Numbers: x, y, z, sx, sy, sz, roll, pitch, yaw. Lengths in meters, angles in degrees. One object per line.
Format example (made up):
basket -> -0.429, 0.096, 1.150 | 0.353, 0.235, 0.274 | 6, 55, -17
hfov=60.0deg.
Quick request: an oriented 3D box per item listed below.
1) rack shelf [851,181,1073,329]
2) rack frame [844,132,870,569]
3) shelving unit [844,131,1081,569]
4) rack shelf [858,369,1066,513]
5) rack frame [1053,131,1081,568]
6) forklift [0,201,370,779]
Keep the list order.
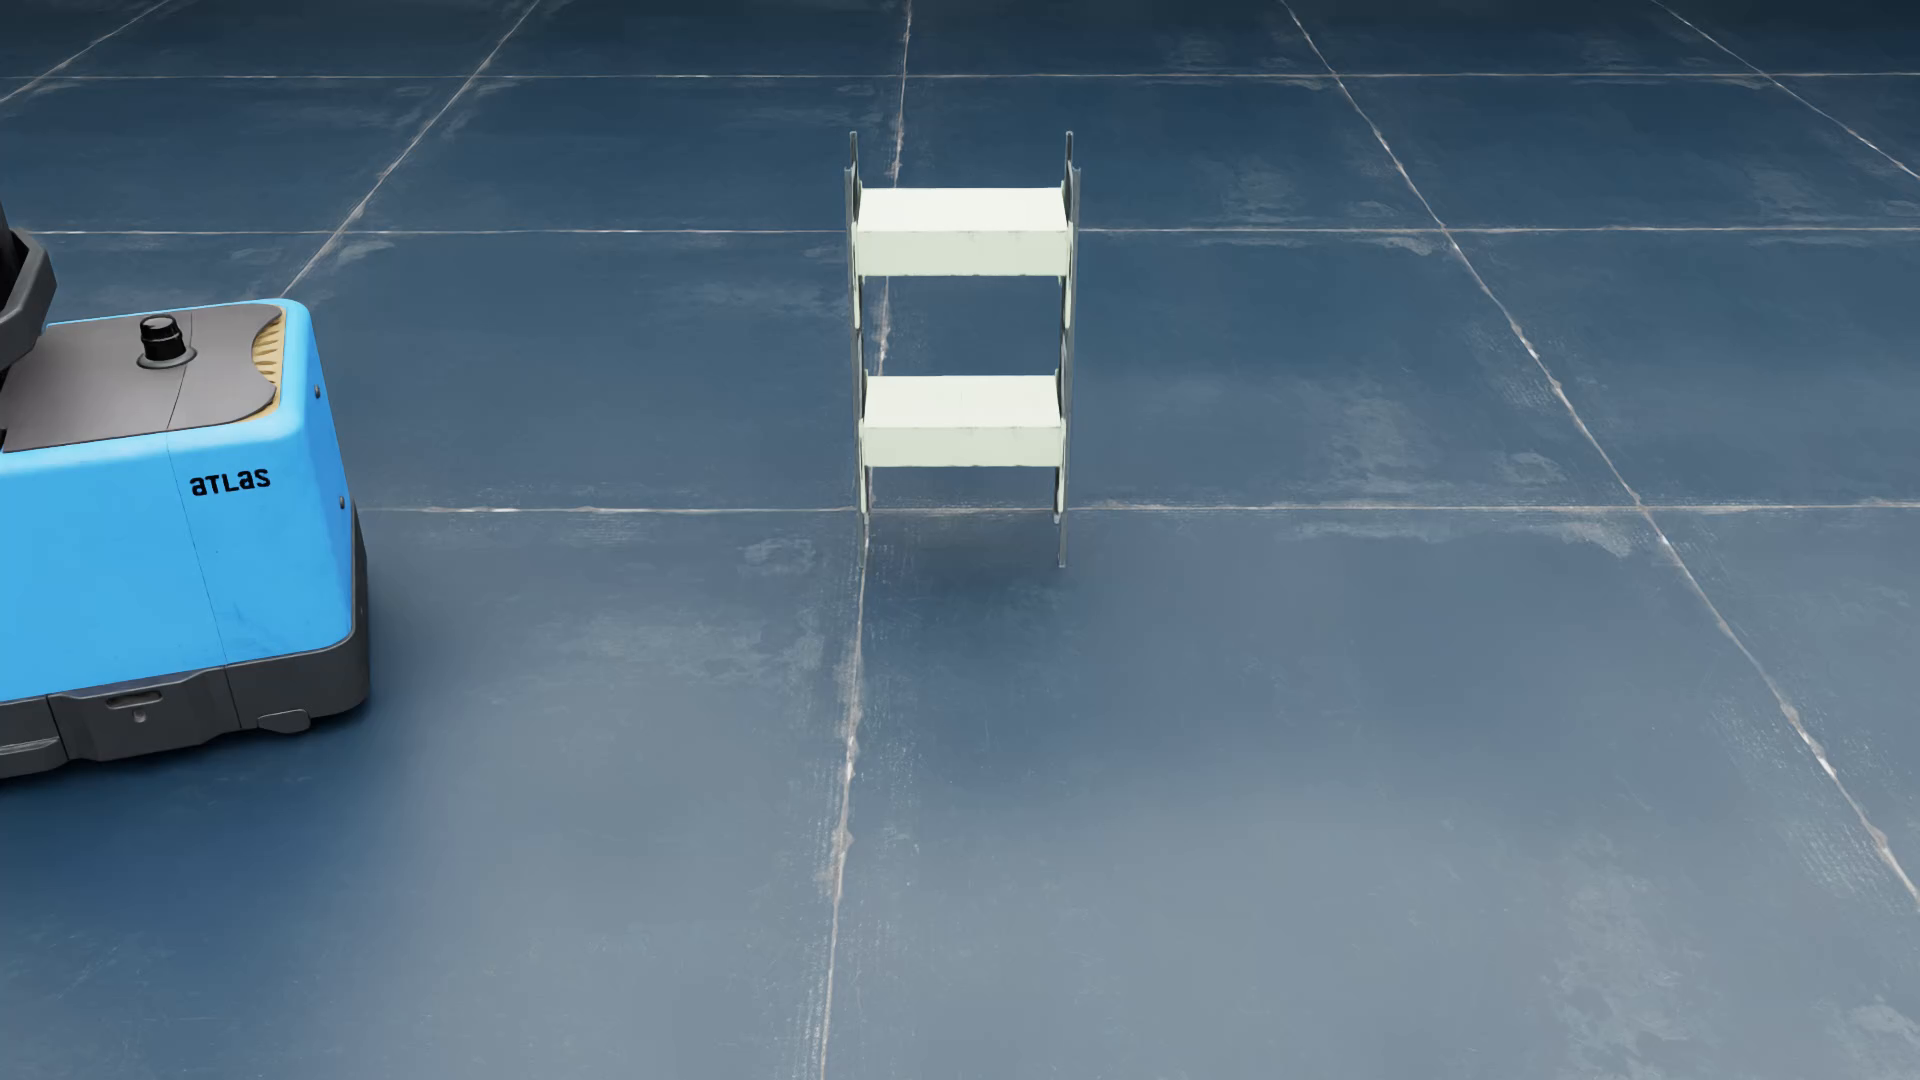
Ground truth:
rack shelf -> 0.007, -0.975, 5.659 | 0.720, 0.370, 0.431 | 0, 31, 0
rack frame -> -0.359, -0.640, 5.859 | 0.023, 1.500, 0.400 | 0, 31, 0
shelving unit -> 0.007, -0.641, 5.861 | 0.755, 1.500, 0.431 | 0, 31, 0
rack shelf -> 0.007, -0.363, 6.030 | 0.720, 0.370, 0.431 | 0, 31, 0
rack frame -> 0.373, -0.642, 5.863 | 0.023, 1.500, 0.400 | 0, 31, 0
forklift -> -3.461, -0.684, 4.552 | 3.031, 2.935, 1.130 | -9, 32, -15
